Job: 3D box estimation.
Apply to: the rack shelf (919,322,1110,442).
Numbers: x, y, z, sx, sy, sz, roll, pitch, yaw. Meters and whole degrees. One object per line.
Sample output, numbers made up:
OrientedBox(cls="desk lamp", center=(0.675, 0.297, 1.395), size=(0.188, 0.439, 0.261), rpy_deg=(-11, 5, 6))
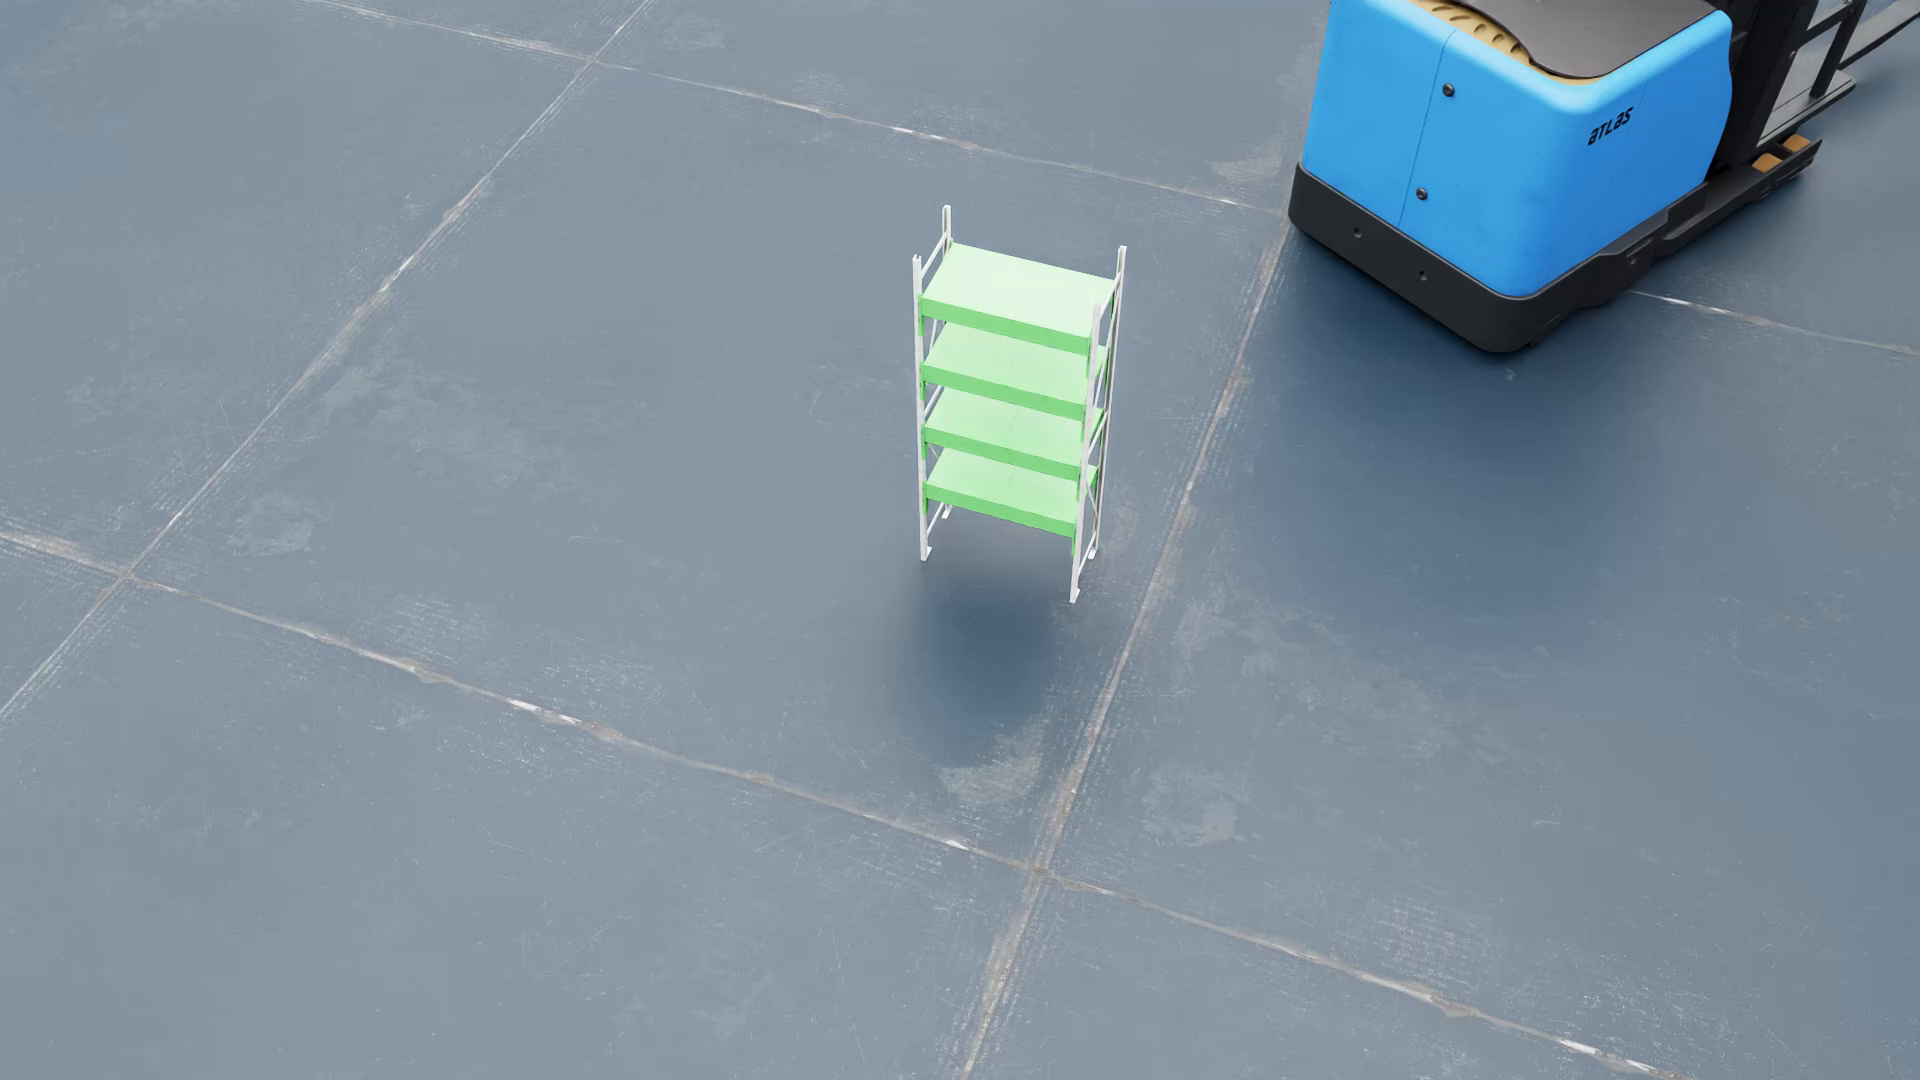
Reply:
OrientedBox(cls="rack shelf", center=(0.155, -0.465, 4.626), size=(0.480, 0.148, 0.258), rpy_deg=(16, 51, 13))

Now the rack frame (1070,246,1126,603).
OrientedBox(cls="rack frame", center=(0.384, -0.286, 4.704), size=(0.015, 1.200, 0.240), rpy_deg=(16, 51, 13))

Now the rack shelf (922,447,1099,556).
OrientedBox(cls="rack shelf", center=(0.155, -0.151, 4.989), size=(0.480, 0.148, 0.258), rpy_deg=(16, 51, 13))

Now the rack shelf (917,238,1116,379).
OrientedBox(cls="rack shelf", center=(0.155, -0.622, 4.445), size=(0.480, 0.148, 0.258), rpy_deg=(16, 51, 13))

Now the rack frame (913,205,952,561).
OrientedBox(cls="rack frame", center=(-0.074, -0.414, 4.814), size=(0.015, 1.200, 0.240), rpy_deg=(16, 51, 13))

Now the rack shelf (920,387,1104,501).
OrientedBox(cls="rack shelf", center=(0.155, -0.308, 4.807), size=(0.480, 0.148, 0.258), rpy_deg=(16, 51, 13))

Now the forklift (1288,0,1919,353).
OrientedBox(cls="forklift", center=(2.686, -2.552, 5.522), size=(3.031, 2.935, 1.130), rpy_deg=(-32, 56, -24))

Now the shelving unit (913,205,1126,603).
OrientedBox(cls="shelving unit", center=(0.155, -0.350, 4.759), size=(0.503, 1.200, 0.258), rpy_deg=(16, 51, 13))
